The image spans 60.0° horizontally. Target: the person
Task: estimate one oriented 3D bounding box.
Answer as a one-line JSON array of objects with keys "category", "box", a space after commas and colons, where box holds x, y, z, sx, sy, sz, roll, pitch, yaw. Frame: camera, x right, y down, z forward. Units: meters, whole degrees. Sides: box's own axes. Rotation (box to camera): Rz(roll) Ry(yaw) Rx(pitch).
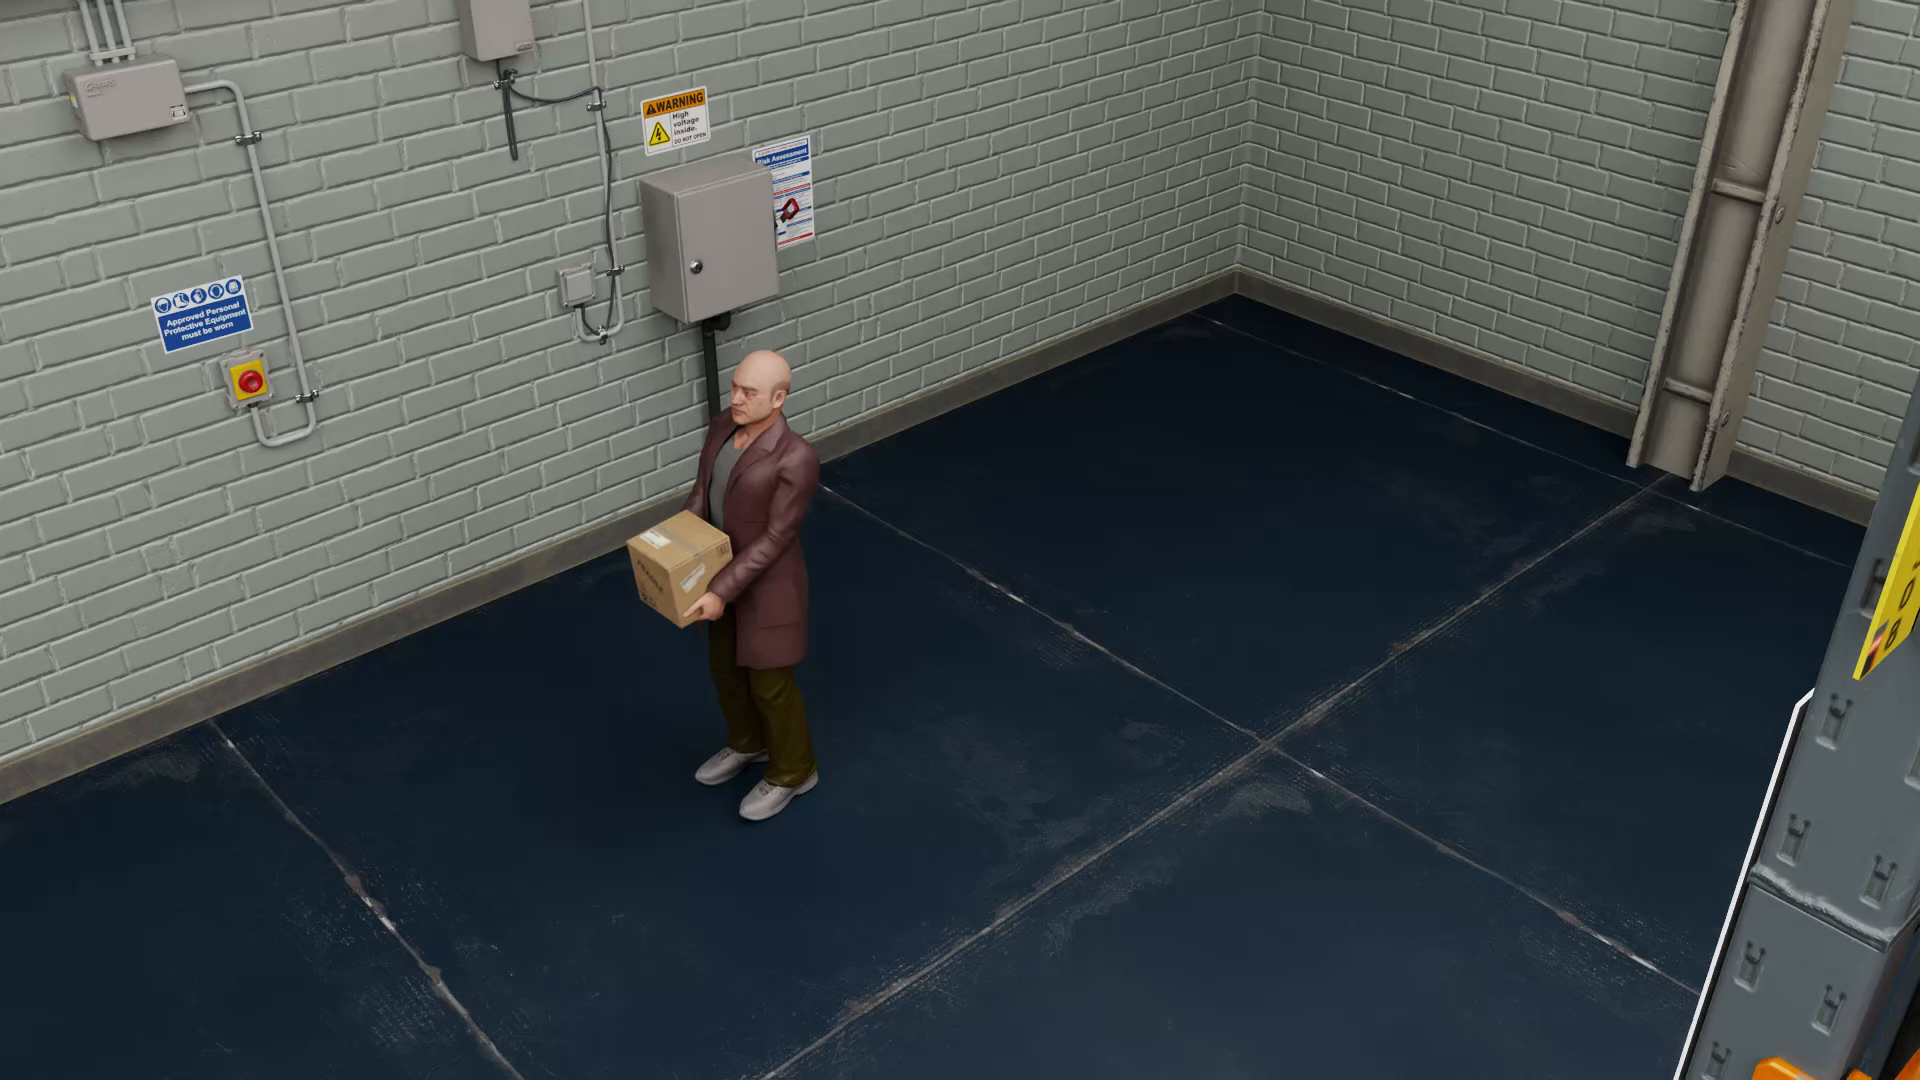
[{"category": "person", "box": [-0.797, 0.194, 5.835, 0.562, 1.769, 0.530, -26, 40, -35]}]
